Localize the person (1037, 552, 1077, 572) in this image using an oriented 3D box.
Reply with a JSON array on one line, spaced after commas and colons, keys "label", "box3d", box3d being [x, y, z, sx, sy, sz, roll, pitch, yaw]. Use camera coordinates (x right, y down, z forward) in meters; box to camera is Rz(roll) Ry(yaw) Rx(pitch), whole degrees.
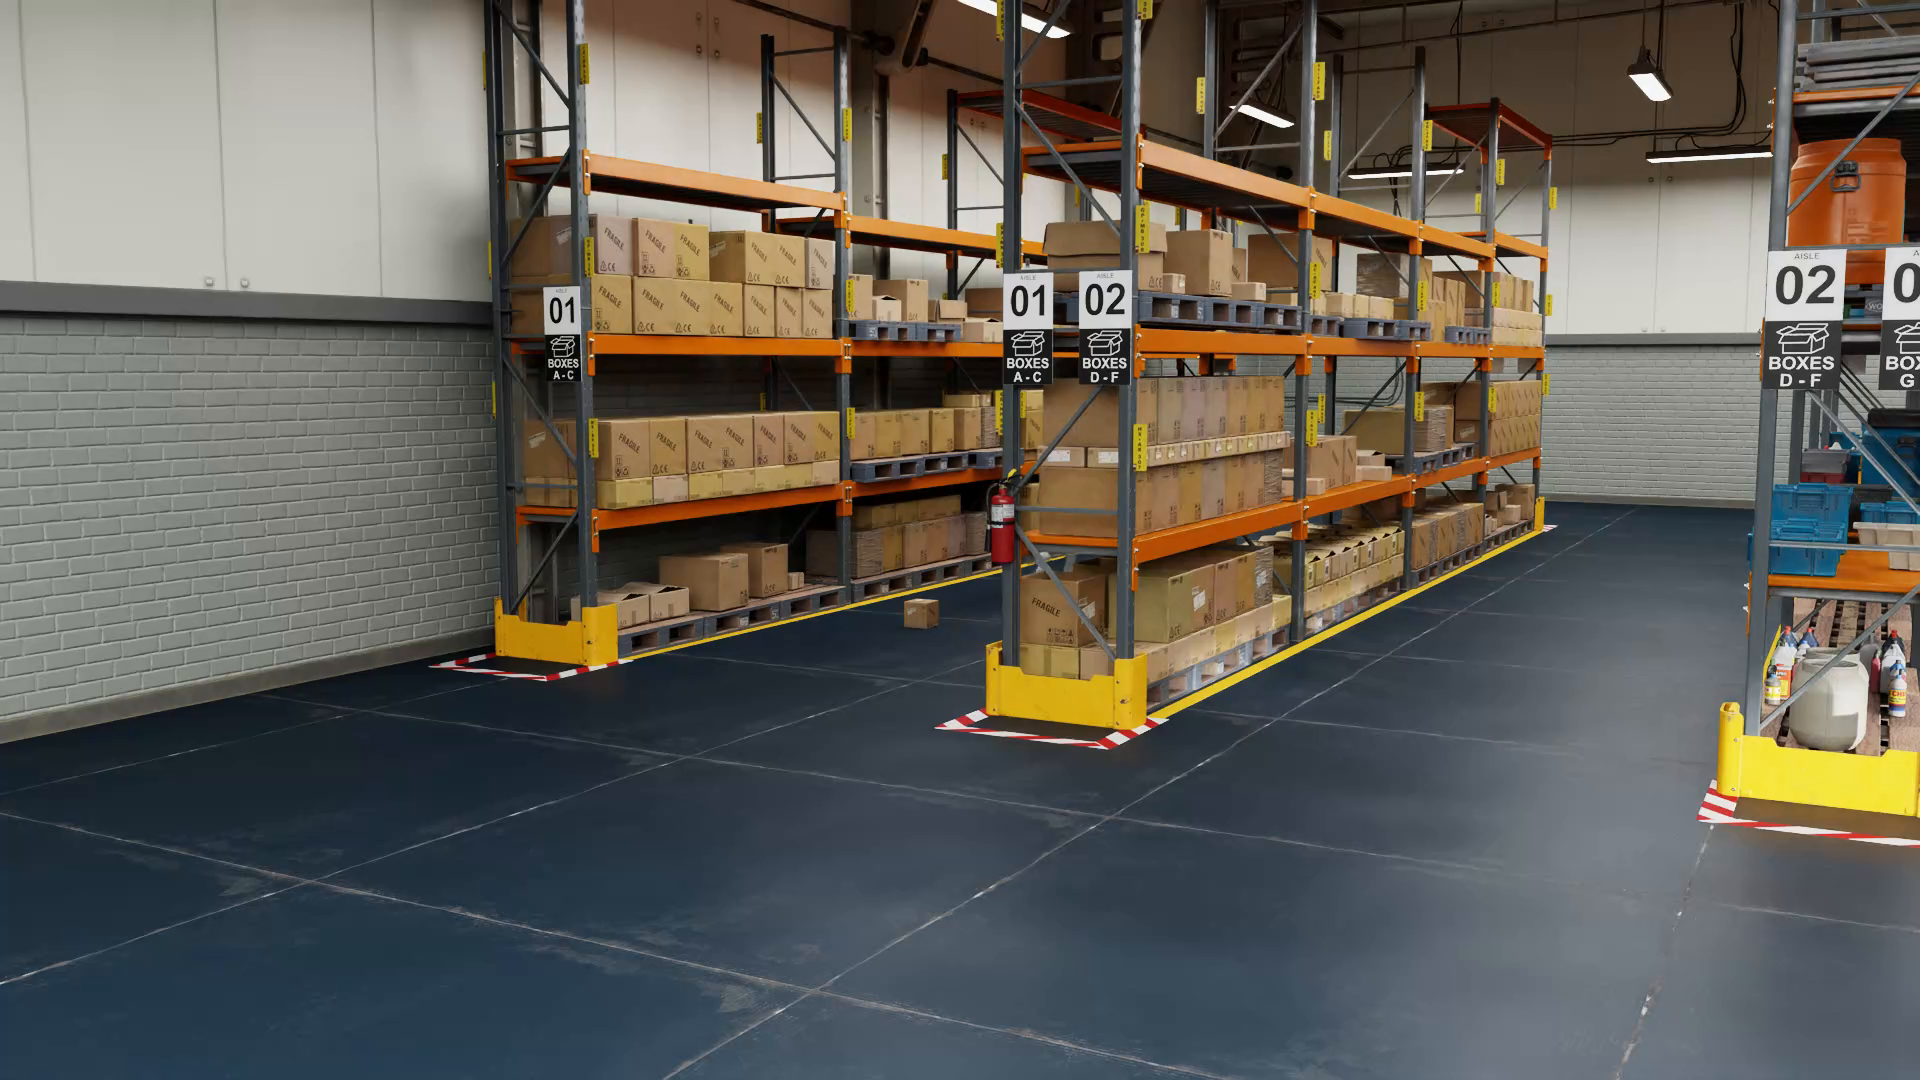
[{"label": "person", "box3d": [1.169, -0.333, 19.324, 0.477, 1.645, 0.690, 3, 7, 24]}]
